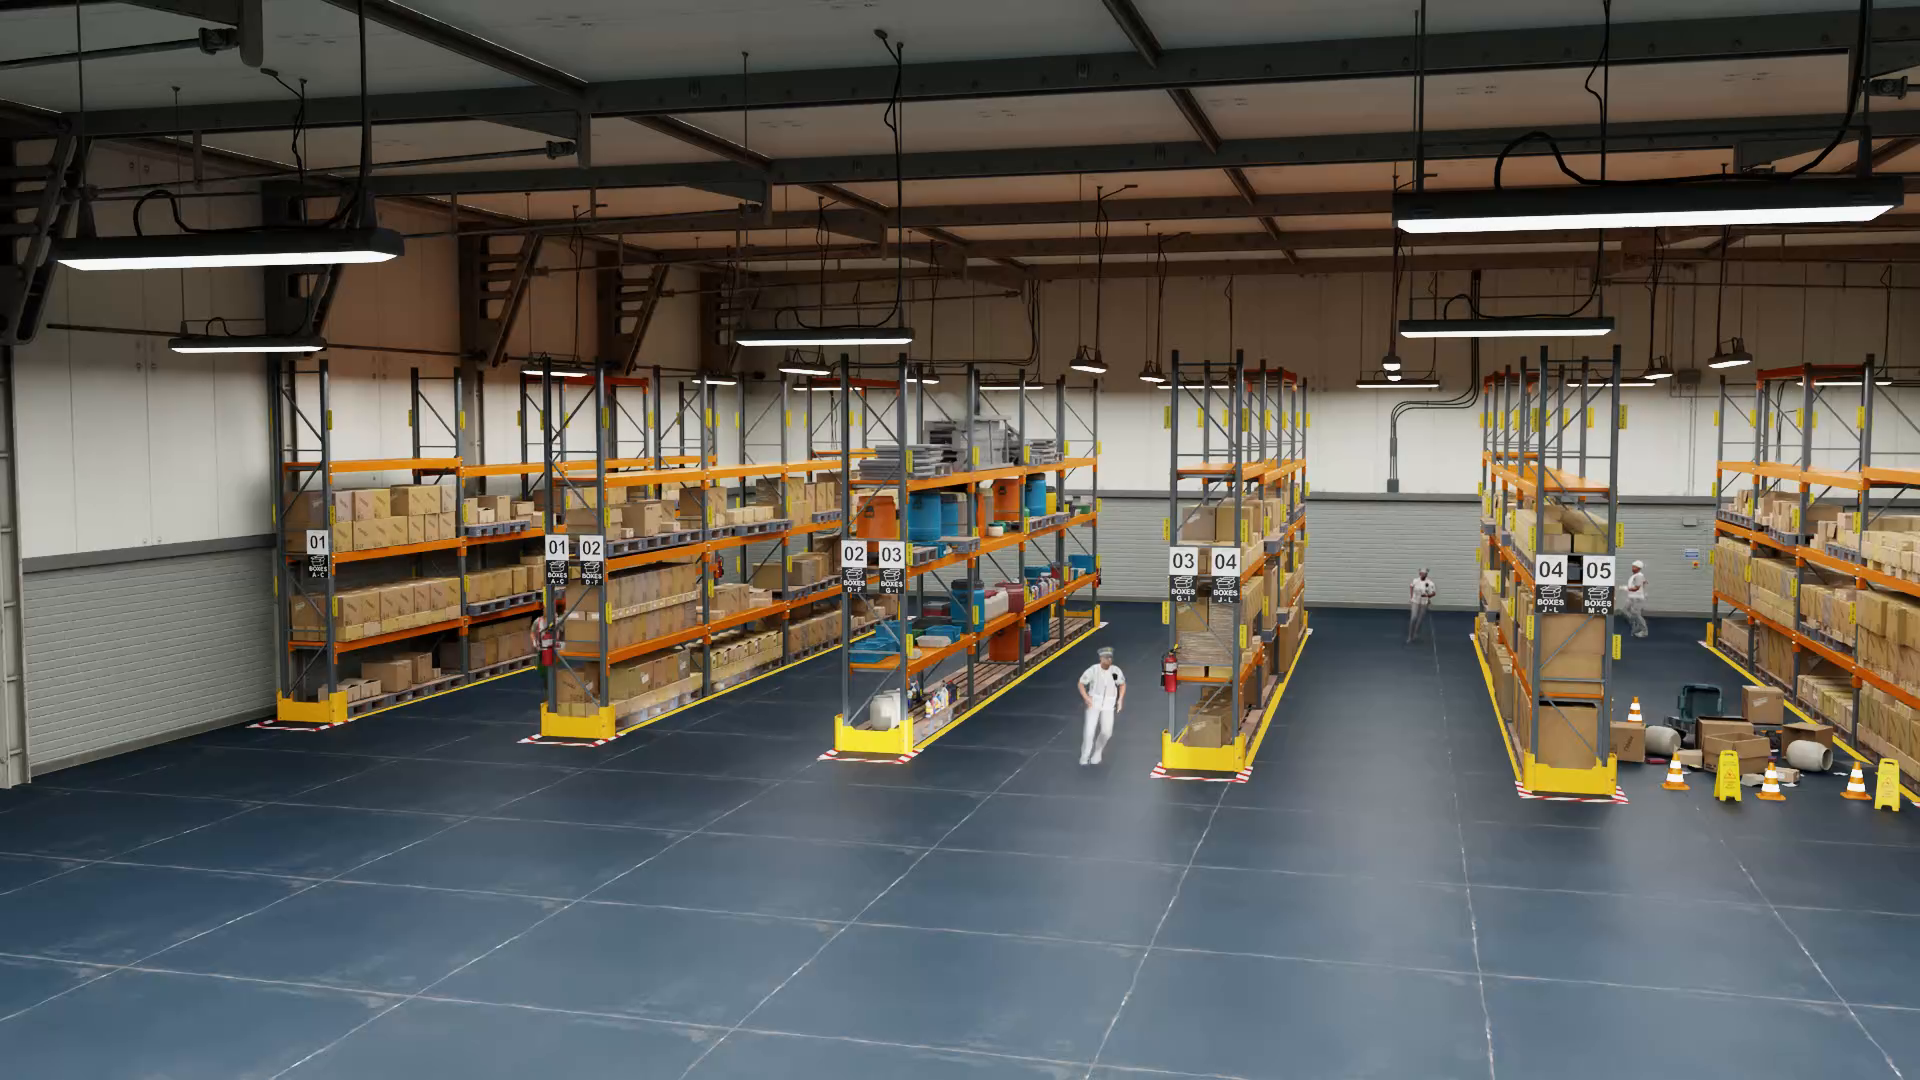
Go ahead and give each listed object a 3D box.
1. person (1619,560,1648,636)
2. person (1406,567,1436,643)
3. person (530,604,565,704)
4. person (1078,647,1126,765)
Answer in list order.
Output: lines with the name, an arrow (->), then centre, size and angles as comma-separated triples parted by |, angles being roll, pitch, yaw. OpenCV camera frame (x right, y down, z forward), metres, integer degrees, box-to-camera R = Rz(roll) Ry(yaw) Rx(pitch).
person -> 15.584, 1.345, 38.474 | 0.676, 1.758, 0.660 | 1, 4, 11
person -> 10.447, 1.472, 37.647 | 0.622, 1.749, 0.720 | 1, 4, 18
person -> -7.329, 1.983, 29.666 | 0.685, 1.790, 0.833 | 0, 4, 5
person -> 2.068, 2.408, 24.115 | 0.719, 1.724, 0.586 | 0, 4, -2
